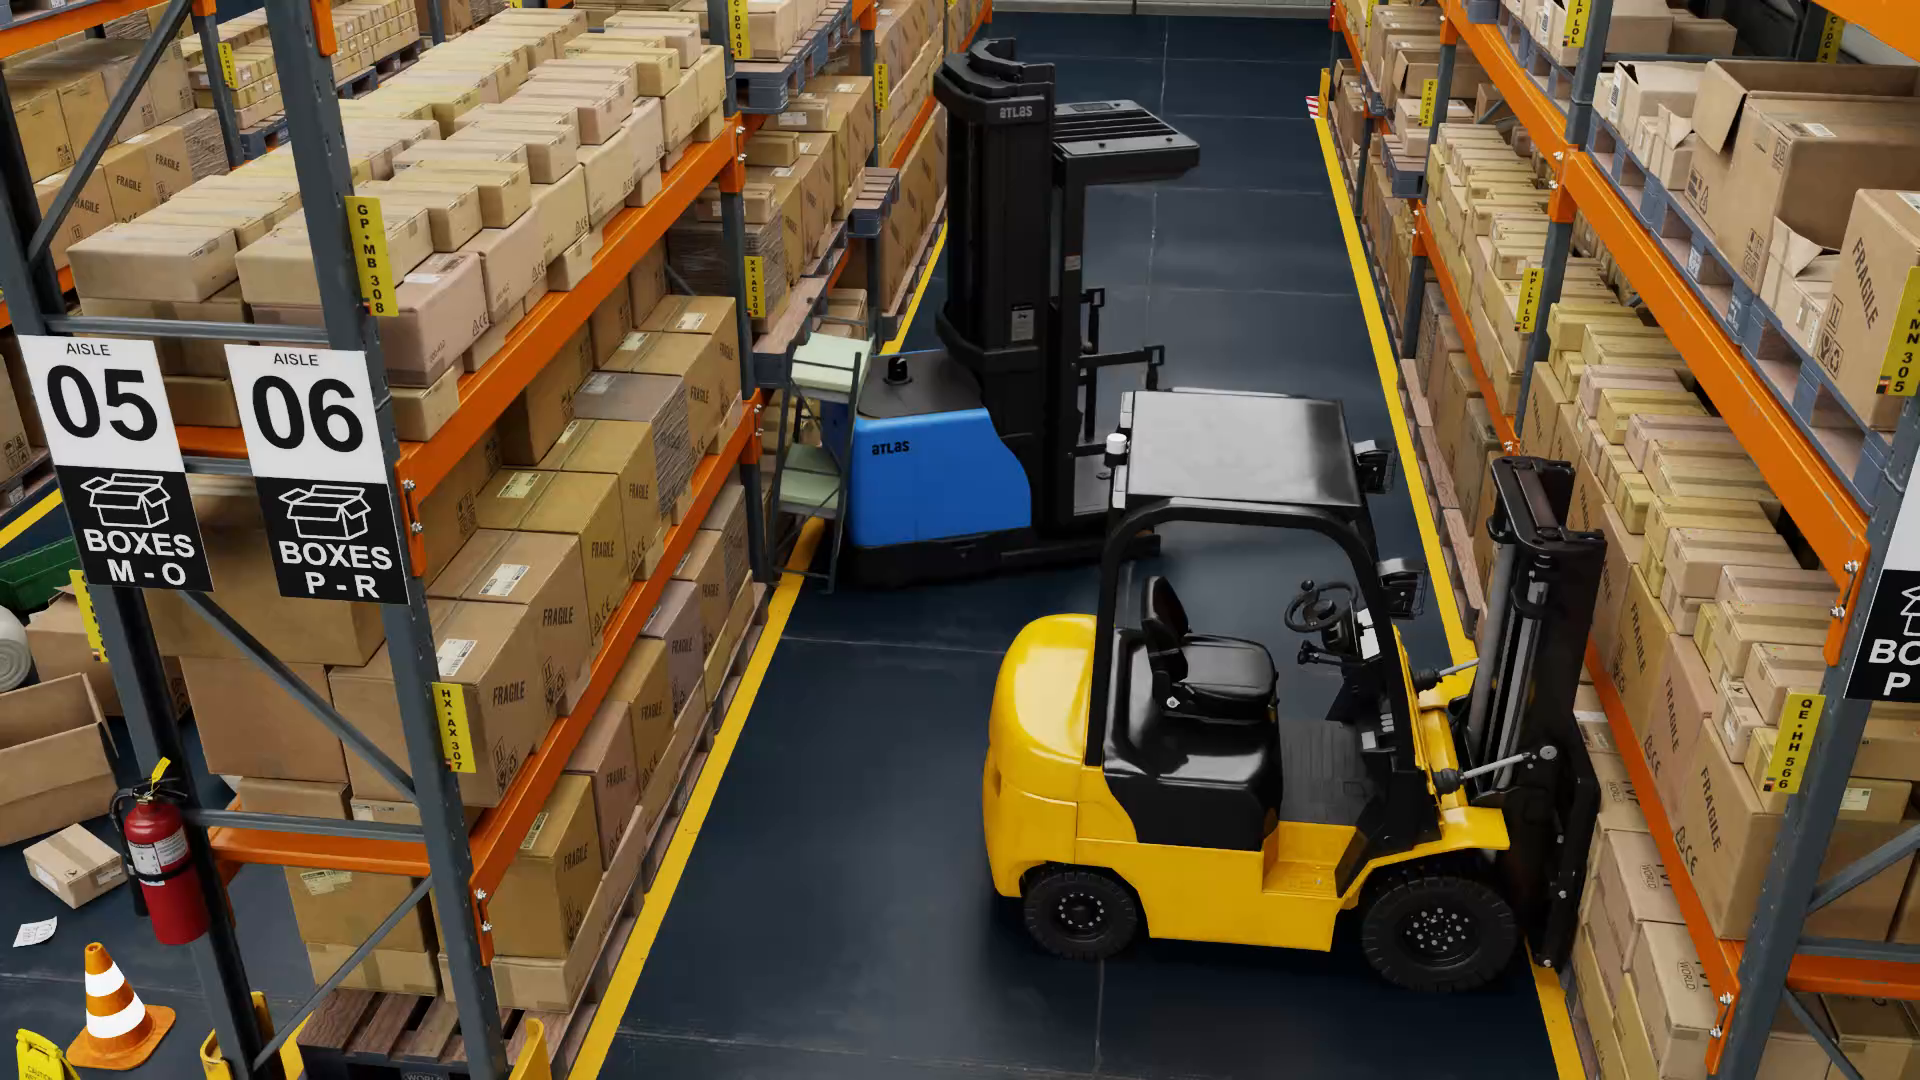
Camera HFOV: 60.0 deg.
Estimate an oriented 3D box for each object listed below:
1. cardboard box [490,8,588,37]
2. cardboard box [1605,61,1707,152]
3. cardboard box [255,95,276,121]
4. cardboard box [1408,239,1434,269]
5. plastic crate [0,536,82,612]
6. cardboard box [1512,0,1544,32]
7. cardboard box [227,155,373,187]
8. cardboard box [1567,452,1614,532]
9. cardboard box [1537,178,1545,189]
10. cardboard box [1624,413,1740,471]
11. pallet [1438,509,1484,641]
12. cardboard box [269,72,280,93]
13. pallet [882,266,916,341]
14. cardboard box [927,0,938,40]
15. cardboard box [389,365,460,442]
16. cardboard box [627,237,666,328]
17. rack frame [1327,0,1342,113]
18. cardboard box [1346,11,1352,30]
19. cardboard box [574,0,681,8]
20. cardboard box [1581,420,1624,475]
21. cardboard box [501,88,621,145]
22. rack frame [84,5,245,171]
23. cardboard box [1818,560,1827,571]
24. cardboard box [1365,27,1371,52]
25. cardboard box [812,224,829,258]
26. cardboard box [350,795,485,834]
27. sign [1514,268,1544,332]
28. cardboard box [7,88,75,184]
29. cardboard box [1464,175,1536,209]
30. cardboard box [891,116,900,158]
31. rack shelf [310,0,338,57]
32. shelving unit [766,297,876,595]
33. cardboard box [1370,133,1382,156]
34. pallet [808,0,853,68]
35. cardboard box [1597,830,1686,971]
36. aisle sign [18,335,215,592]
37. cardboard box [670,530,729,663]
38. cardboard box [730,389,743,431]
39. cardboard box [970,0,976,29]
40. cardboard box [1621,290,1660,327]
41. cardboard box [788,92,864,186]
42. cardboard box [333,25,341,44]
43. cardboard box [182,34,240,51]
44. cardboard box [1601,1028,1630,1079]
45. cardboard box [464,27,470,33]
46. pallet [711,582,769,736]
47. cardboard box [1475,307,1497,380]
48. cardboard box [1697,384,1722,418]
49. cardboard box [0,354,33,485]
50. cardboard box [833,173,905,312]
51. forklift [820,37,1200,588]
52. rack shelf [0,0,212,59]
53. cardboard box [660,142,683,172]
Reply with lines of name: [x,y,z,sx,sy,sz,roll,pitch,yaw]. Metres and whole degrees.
cardboard box: [-1.966,-2.387,7.780,0.380,0.149,0.250,3,28,5]
cardboard box: [2.979,-1.802,6.815,0.500,0.311,0.500,4,29,7]
cardboard box: [-5.750,-3.478,13.365,0.380,0.149,0.250,5,29,9]
cardboard box: [3.622,-2.169,12.622,0.380,0.149,0.250,2,28,4]
plastic crate: [-5.250,0.175,9.667,0.450,0.188,0.662,9,28,37]
cardboard box: [3.264,-2.895,8.845,0.500,0.311,0.500,2,28,4]
cardboard box: [-2.180,-1.167,5.515,0.380,0.149,0.250,4,29,7]
cardboard box: [2.901,-0.035,7.046,0.500,0.500,0.500,3,28,6]
cardboard box: [3.973,-2.237,10.871,0.500,0.250,0.500,4,29,7]
cardboard box: [2.911,-0.386,6.700,0.380,0.149,0.250,3,28,6]
pallet: [3.375,0.210,9.638,1.003,0.211,1.213,3,28,6]
cardboard box: [-5.719,-3.753,13.562,0.380,0.149,0.250,2,28,5]
pallet: [-0.942,-1.977,13.698,1.003,0.211,1.213,3,28,6]
cardboard box: [-0.485,-4.737,14.720,0.500,0.500,0.500,4,29,7]
cardboard box: [-1.731,-0.420,4.969,0.380,0.149,0.250,3,28,6]
cardboard box: [-1.873,-1.376,8.169,0.700,0.500,0.500,3,28,6]
rack frame: [4.794,-6.317,18.814,1.000,3.000,0.127,3,28,6]
cardboard box: [4.274,-5.464,17.495,0.380,0.149,0.250,3,28,5]
cardboard box: [-1.659,-2.895,8.487,0.500,0.250,0.500,4,29,7]
cardboard box: [2.851,-0.382,7.007,0.380,0.149,0.250,3,28,6]
cardboard box: [-1.521,-1.619,6.355,0.380,0.149,0.250,4,29,7]
rack frame: [-6.038,-3.078,12.802,1.000,3.000,0.127,3,28,6]
cardboard box: [3.223,0.120,5.761,0.380,0.149,0.250,4,29,8]
cardboard box: [4.124,-4.753,15.755,0.500,0.250,0.500,4,29,7]
cardboard box: [-1.035,-1.883,10.406,0.380,0.149,0.250,4,29,8]
cardboard box: [-1.847,0.890,5.700,0.380,0.149,0.250,3,29,6]
sign: [2.784,-1.171,8.123,0.100,0.325,0.005,3,28,6]
cardboard box: [-6.287,-2.632,10.812,0.700,0.500,0.500,3,28,6]
cardboard box: [3.334,-2.140,10.271,0.380,0.149,0.250,4,29,7]
cardboard box: [-0.758,-3.231,13.242,0.500,0.250,0.500,3,28,5]
rack shelf: [-1.849,-2.337,5.862,1.077,0.370,4.000,3,28,6]
shelving unit: [-0.809,-0.543,9.615,0.431,1.500,0.755,9,27,-1]
cardboard box: [3.995,-3.651,15.373,0.380,0.149,0.250,5,29,9]
pallet: [-1.298,-2.966,9.628,1.213,0.211,1.003,3,28,6]
cardboard box: [2.637,1.324,6.032,0.500,0.250,0.500,4,29,7]
aisle sign: [-2.389,-0.205,4.727,0.394,0.787,0.004,3,28,6]
cardboard box: [-1.470,0.274,8.245,0.500,0.500,0.500,4,29,7]
cardboard box: [-1.340,-0.676,8.607,0.380,0.149,0.250,3,28,6]
cardboard box: [-0.110,-5.684,17.532,0.500,0.500,0.500,4,29,8]
cardboard box: [3.579,-1.151,8.435,0.380,0.149,0.250,3,28,5]
cardboard box: [-0.946,-2.724,11.282,0.500,0.500,0.500,3,28,5]
cardboard box: [-5.596,-4.357,14.369,0.380,0.149,0.250,3,28,5]
cardboard box: [-6.304,-4.152,13.990,0.380,0.149,0.250,3,28,6]
cardboard box: [2.577,2.000,5.831,0.500,0.250,0.500,4,29,7]
cardboard box: [-5.250,-5.220,17.041,0.380,0.149,0.250,2,28,4]
pallet: [-1.651,0.590,8.932,1.003,0.211,1.213,3,28,6]
cardboard box: [3.181,-1.092,9.273,0.500,0.250,0.500,3,28,6]
cardboard box: [3.502,-0.588,7.390,0.380,0.149,0.250,4,29,7]
cardboard box: [-6.542,-0.687,10.293,1.050,0.750,0.750,3,28,6]
cardboard box: [-0.946,-2.408,13.355,0.875,0.875,0.875,3,28,6]
forklift: [0.714,-1.391,9.741,3.031,2.935,1.130,-8,29,-14]
rack shelf: [-6.284,-3.141,10.513,1.077,0.370,4.000,3,28,6]
cardboard box: [-1.465,-1.764,7.463,0.380,0.149,0.250,4,29,7]
